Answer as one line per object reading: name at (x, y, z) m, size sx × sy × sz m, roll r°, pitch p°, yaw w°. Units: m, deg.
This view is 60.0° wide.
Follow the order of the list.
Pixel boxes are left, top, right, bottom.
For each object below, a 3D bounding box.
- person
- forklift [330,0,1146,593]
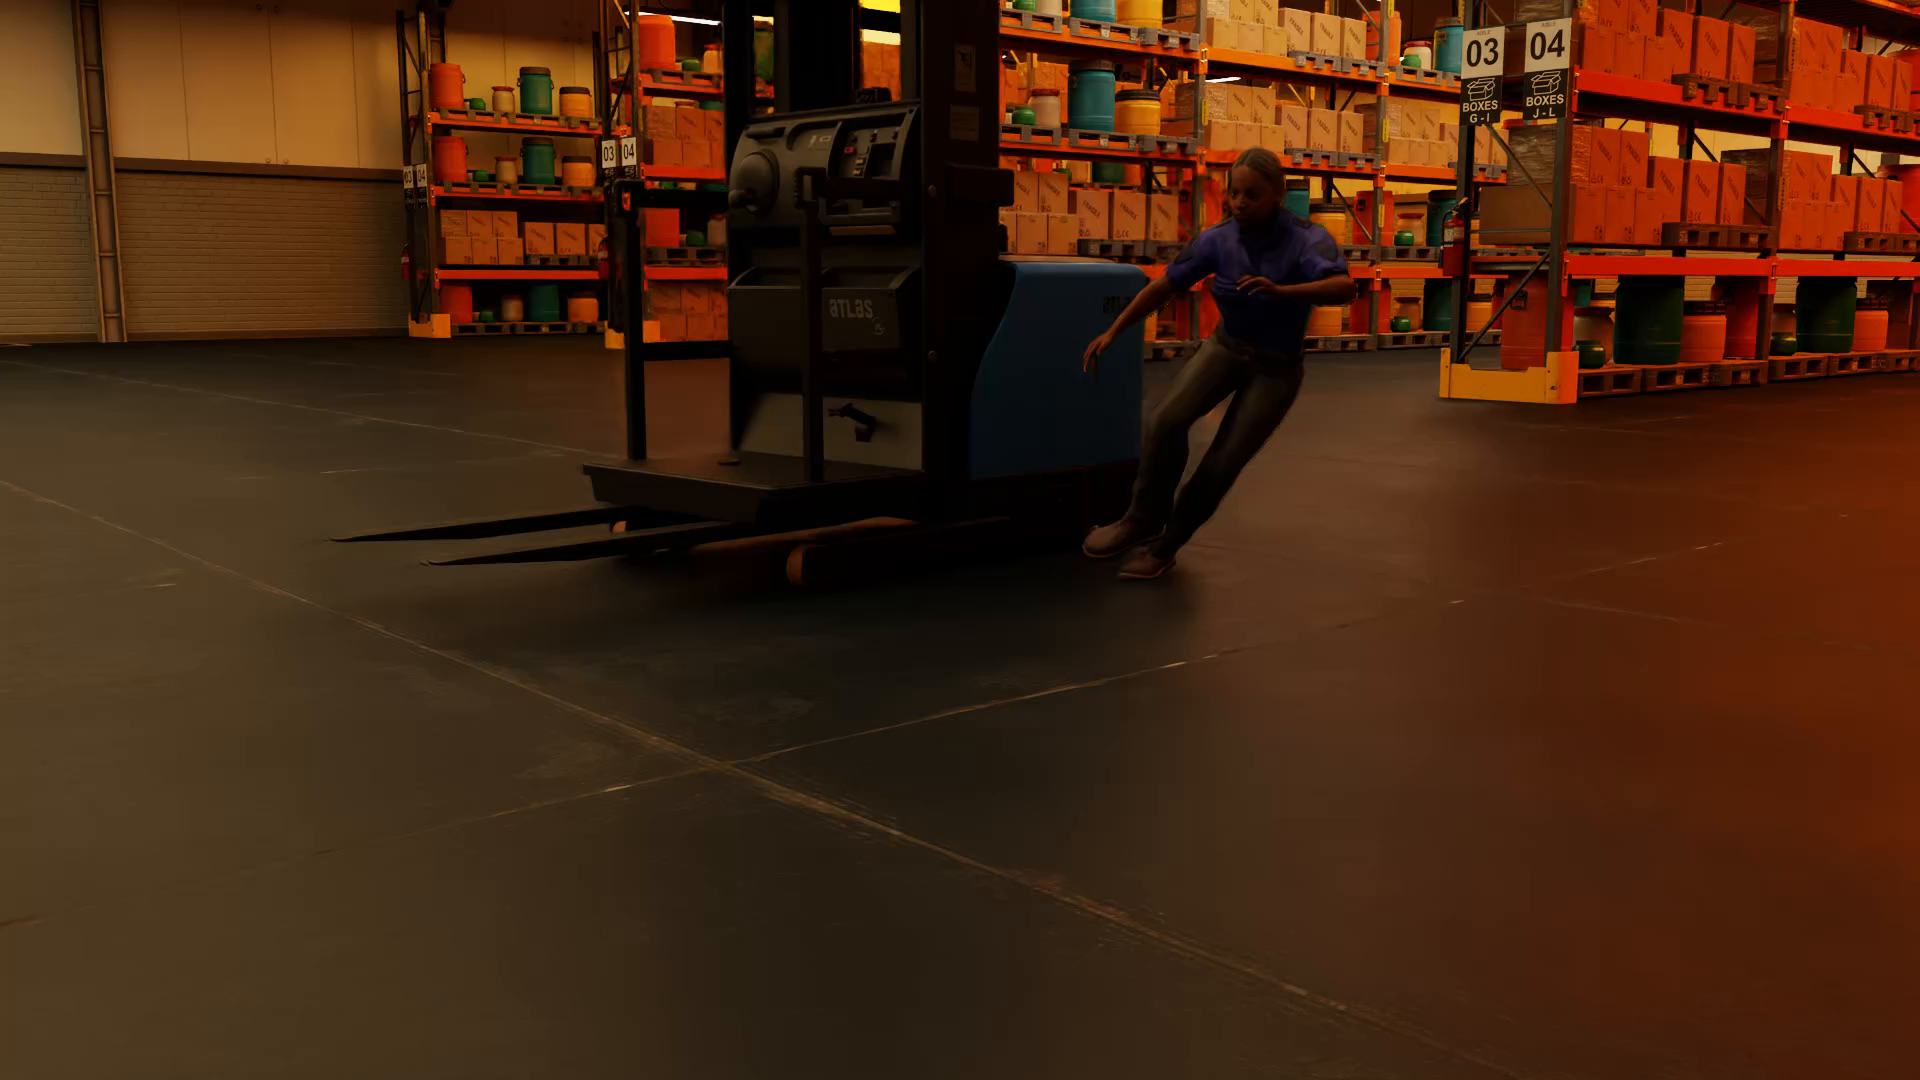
person at (0.824, -0.531, 5.361) m, size 0.883 × 1.429 × 0.844 m, roll 3°, pitch 9°, yaw 17°
forklift at (-0.644, -1.364, 5.768) m, size 1.130 × 2.935 × 3.031 m, roll 8°, pitch 12°, yaw 44°
